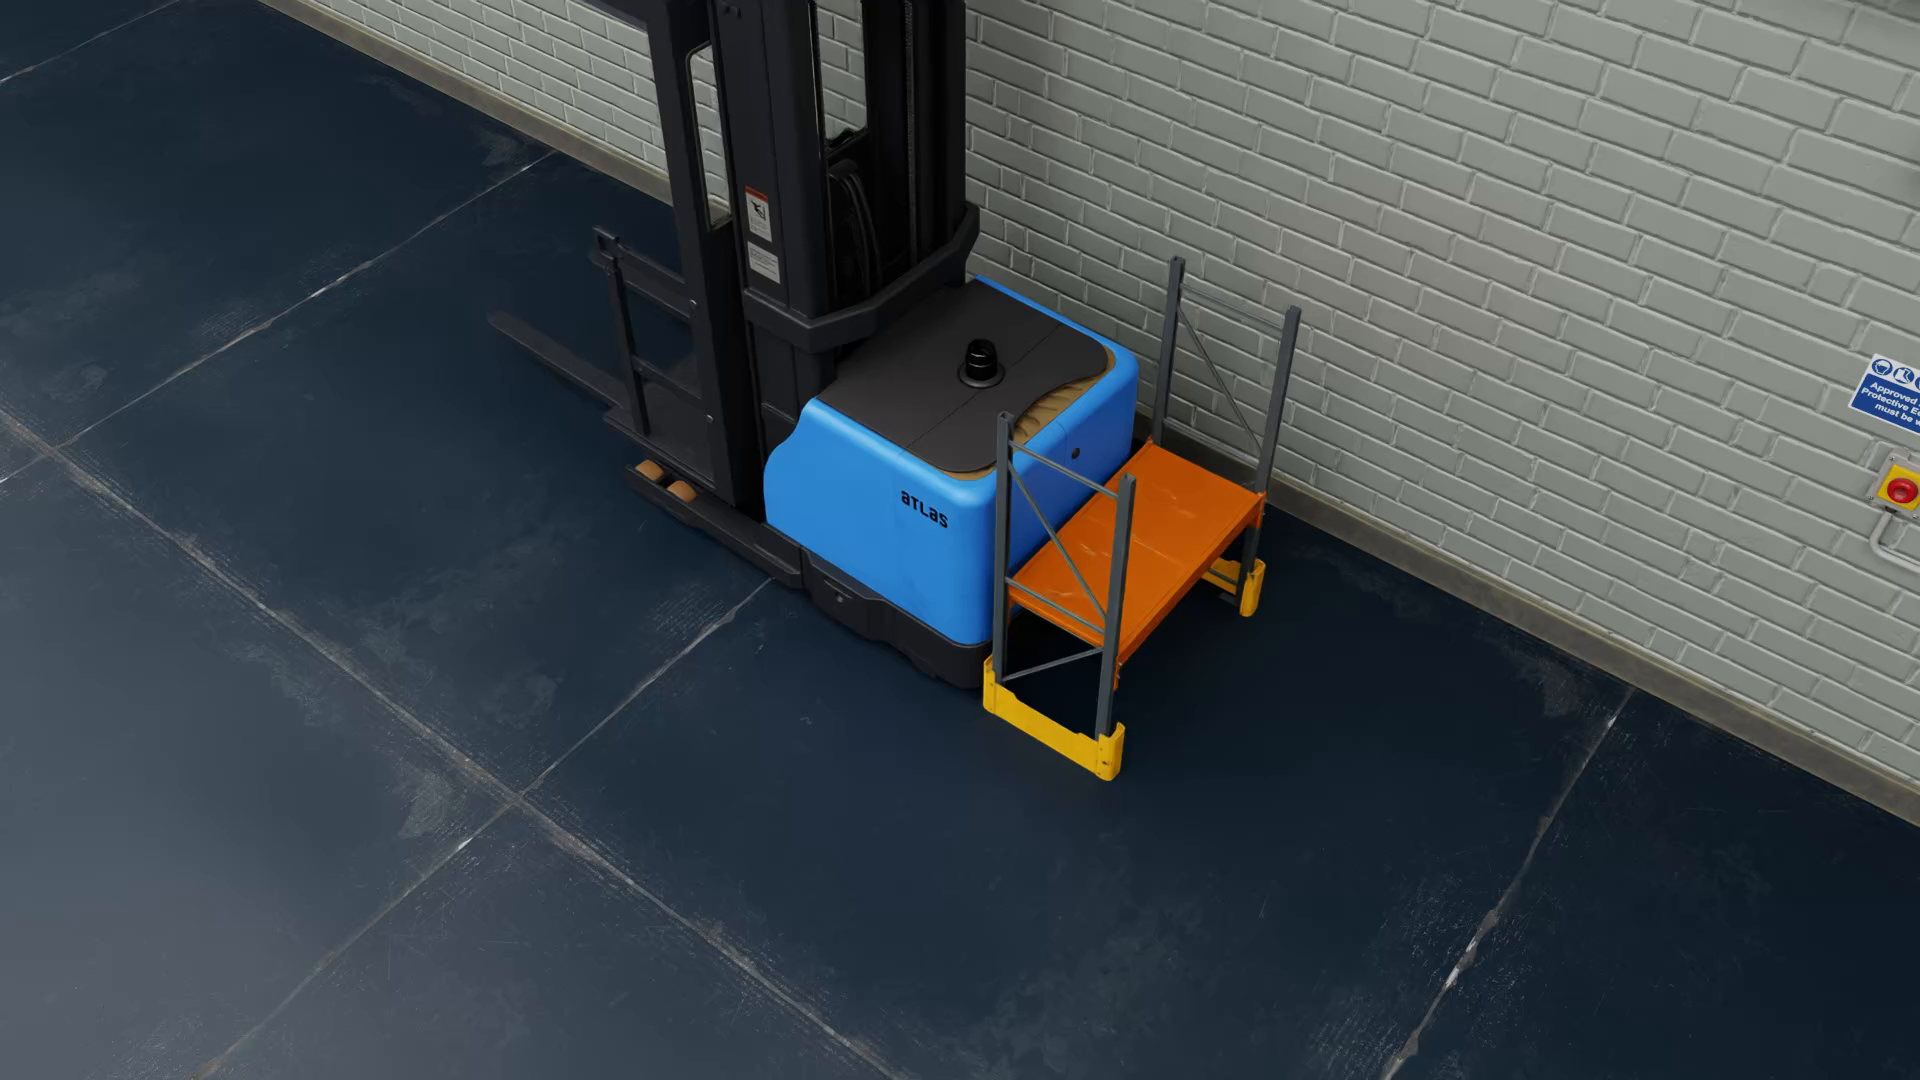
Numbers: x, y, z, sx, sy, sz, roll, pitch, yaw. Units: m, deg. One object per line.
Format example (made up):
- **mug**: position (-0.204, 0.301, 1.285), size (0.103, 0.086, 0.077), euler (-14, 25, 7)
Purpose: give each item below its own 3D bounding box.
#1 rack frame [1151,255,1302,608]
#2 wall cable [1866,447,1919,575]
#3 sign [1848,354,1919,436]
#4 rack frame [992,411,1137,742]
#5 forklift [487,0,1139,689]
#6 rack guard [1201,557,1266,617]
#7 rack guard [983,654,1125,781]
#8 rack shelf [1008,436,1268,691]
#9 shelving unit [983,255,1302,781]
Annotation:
- **rack frame**: position (0.940, -0.357, 6.219), size (0.500, 1.500, 0.032), euler (29, 53, 25)
- **wall cable**: position (2.906, -0.632, 4.720), size (0.585, 1.953, 0.123), euler (29, 53, 25)
- **sign**: position (2.905, -0.420, 5.055), size (0.327, 0.218, 0.001), euler (29, 53, 25)
- **rack frame**: position (0.326, 0.229, 5.659), size (0.500, 1.500, 0.032), euler (29, 53, 25)
- **forklift**: position (-0.783, -1.361, 6.188), size (3.031, 2.935, 1.130), euler (31, 54, 26)
- **rack guard**: position (0.939, 0.075, 6.670), size (0.587, 0.250, 0.087), euler (29, 53, 25)
- **rack guard**: position (0.338, 0.649, 6.122), size (0.587, 0.250, 0.087), euler (29, 53, 25)
- **rack shelf**: position (0.633, 0.060, 6.069), size (0.538, 0.185, 1.000), euler (29, 53, 25)
- **shelving unit**: position (0.638, -0.069, 5.944), size (0.587, 1.500, 1.083), euler (29, 53, 25)
